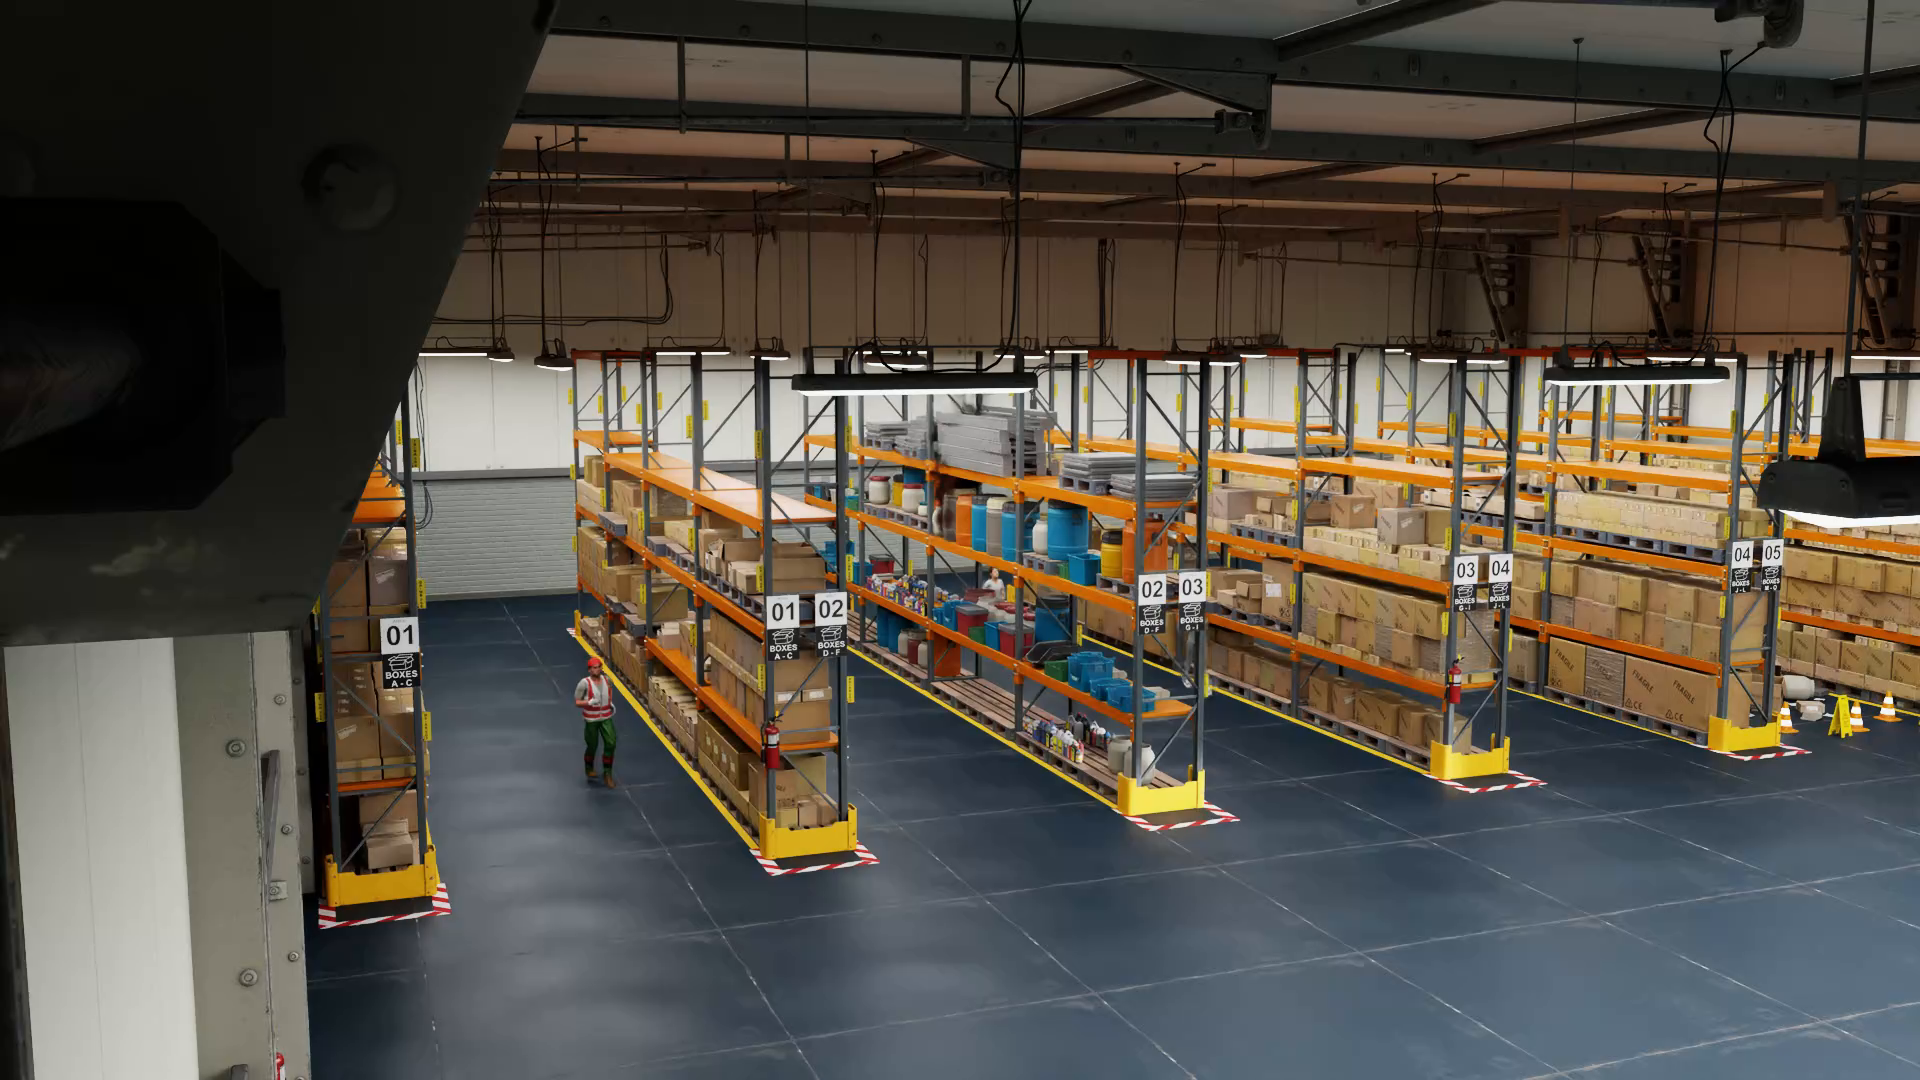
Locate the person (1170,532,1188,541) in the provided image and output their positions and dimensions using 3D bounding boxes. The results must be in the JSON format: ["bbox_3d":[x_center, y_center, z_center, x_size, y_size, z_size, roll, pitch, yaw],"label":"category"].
[{"bbox_3d":[5.324,0.420,40.823,0.690,1.694,0.556,6,9,41],"label":"person"}]

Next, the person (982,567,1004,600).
[{"bbox_3d":[0.691,1.339,33.701,0.561,1.619,0.591,-4,8,-32],"label":"person"}]

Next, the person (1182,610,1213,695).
[{"bbox_3d":[3.987,1.753,28.057,0.528,1.651,0.711,-4,8,-27],"label":"person"}]

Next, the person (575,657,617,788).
[{"bbox_3d":[-5.086,2.550,23.319,0.637,1.839,0.753,-4,8,-32],"label":"person"}]
